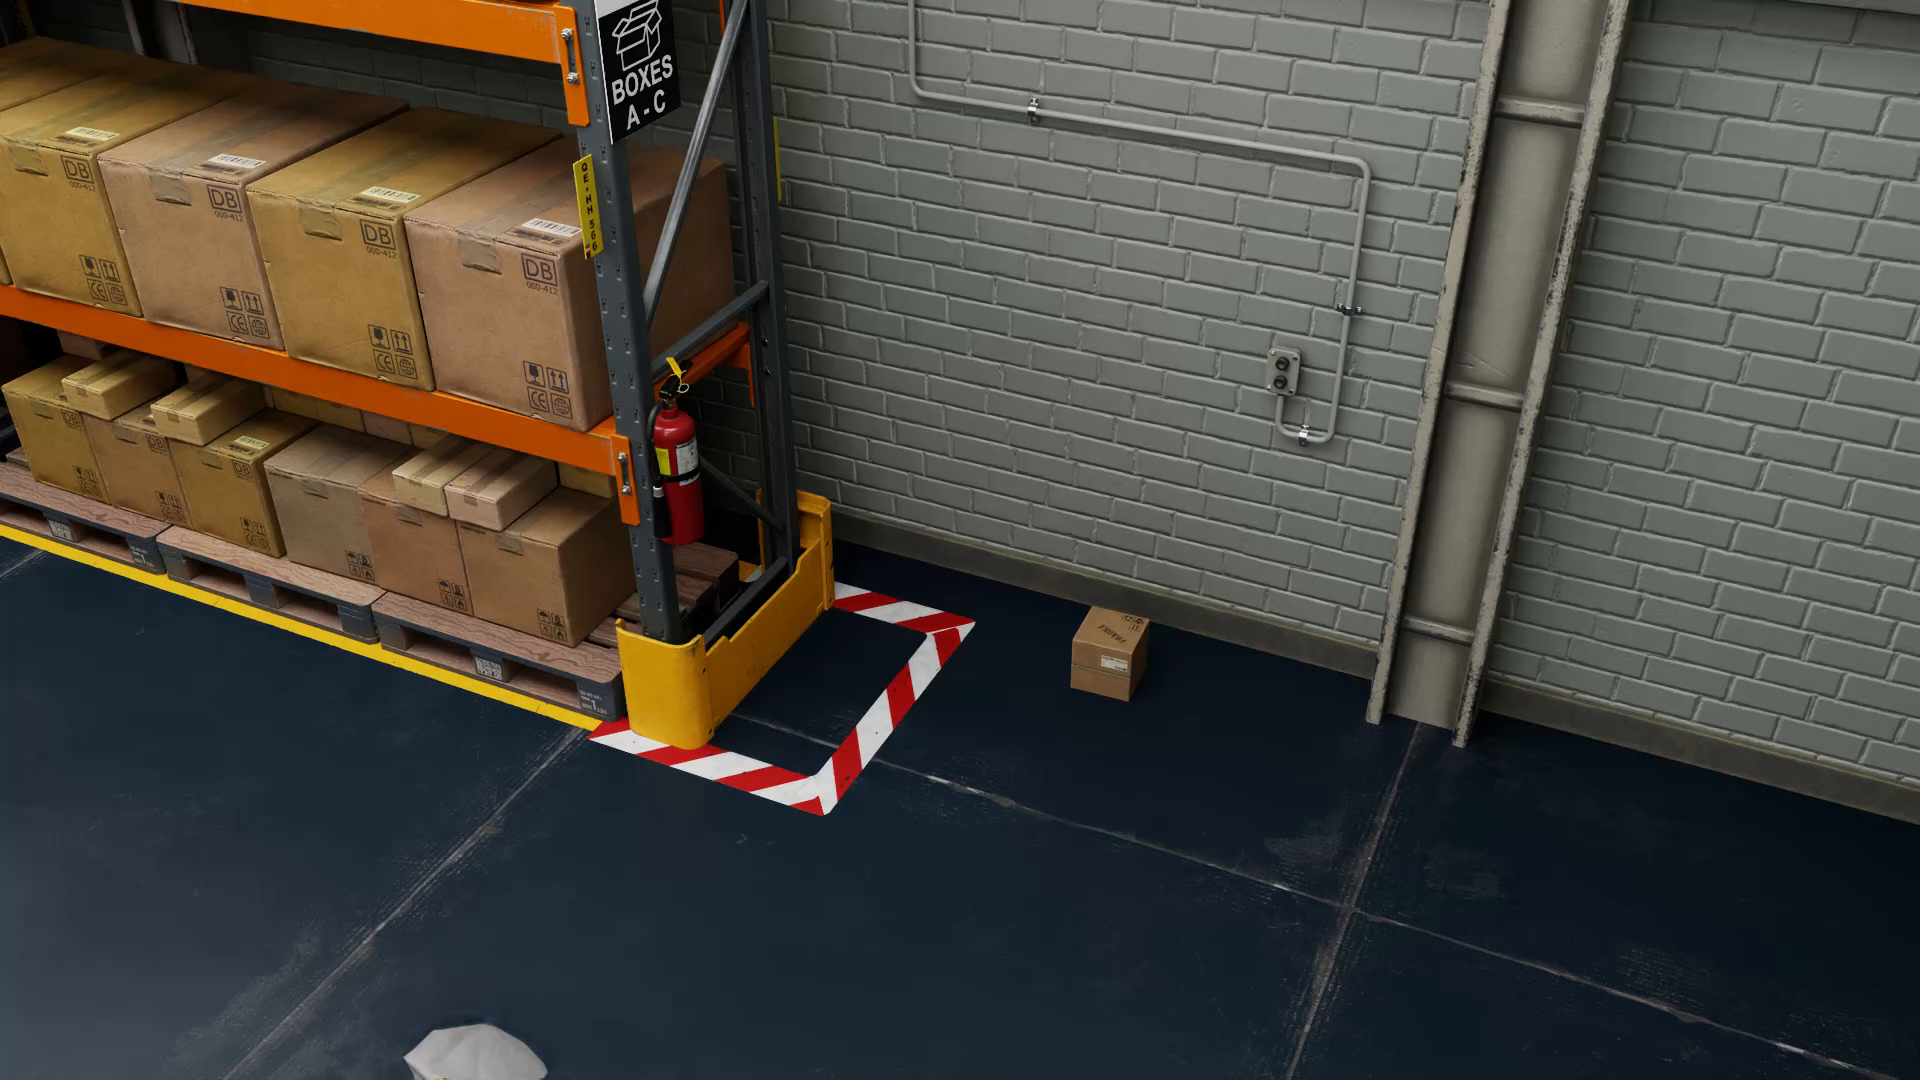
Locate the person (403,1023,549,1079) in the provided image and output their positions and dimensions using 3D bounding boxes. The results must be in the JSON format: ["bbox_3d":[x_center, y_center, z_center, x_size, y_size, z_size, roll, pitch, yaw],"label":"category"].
[{"bbox_3d":[-0.956,1.671,3.565,0.538,1.751,0.753,16,37,22],"label":"person"}]
